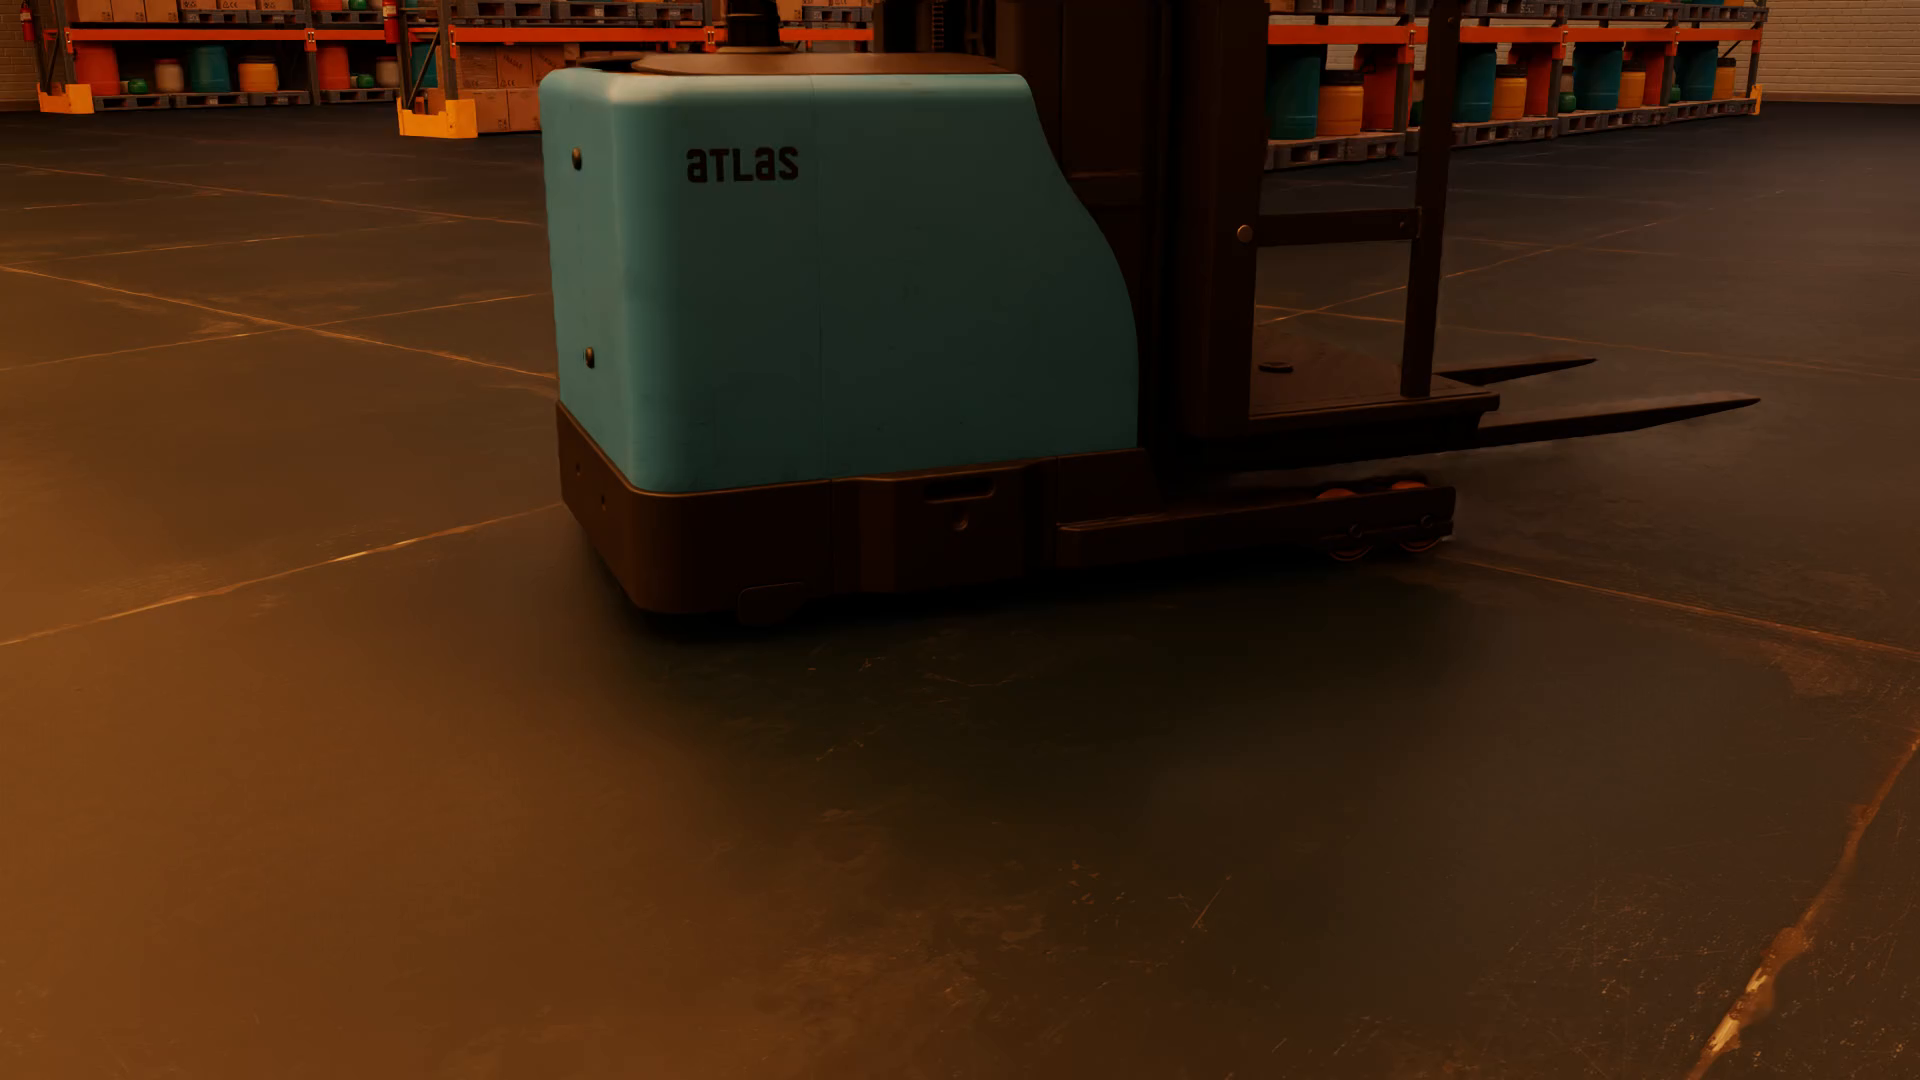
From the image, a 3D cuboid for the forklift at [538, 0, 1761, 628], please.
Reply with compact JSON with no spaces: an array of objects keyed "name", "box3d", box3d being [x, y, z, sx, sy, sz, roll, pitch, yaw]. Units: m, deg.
[{"name":"forklift","box3d":[0.599,-1.487,3.793,3.031,2.935,1.130,-7,18,-21]}]
